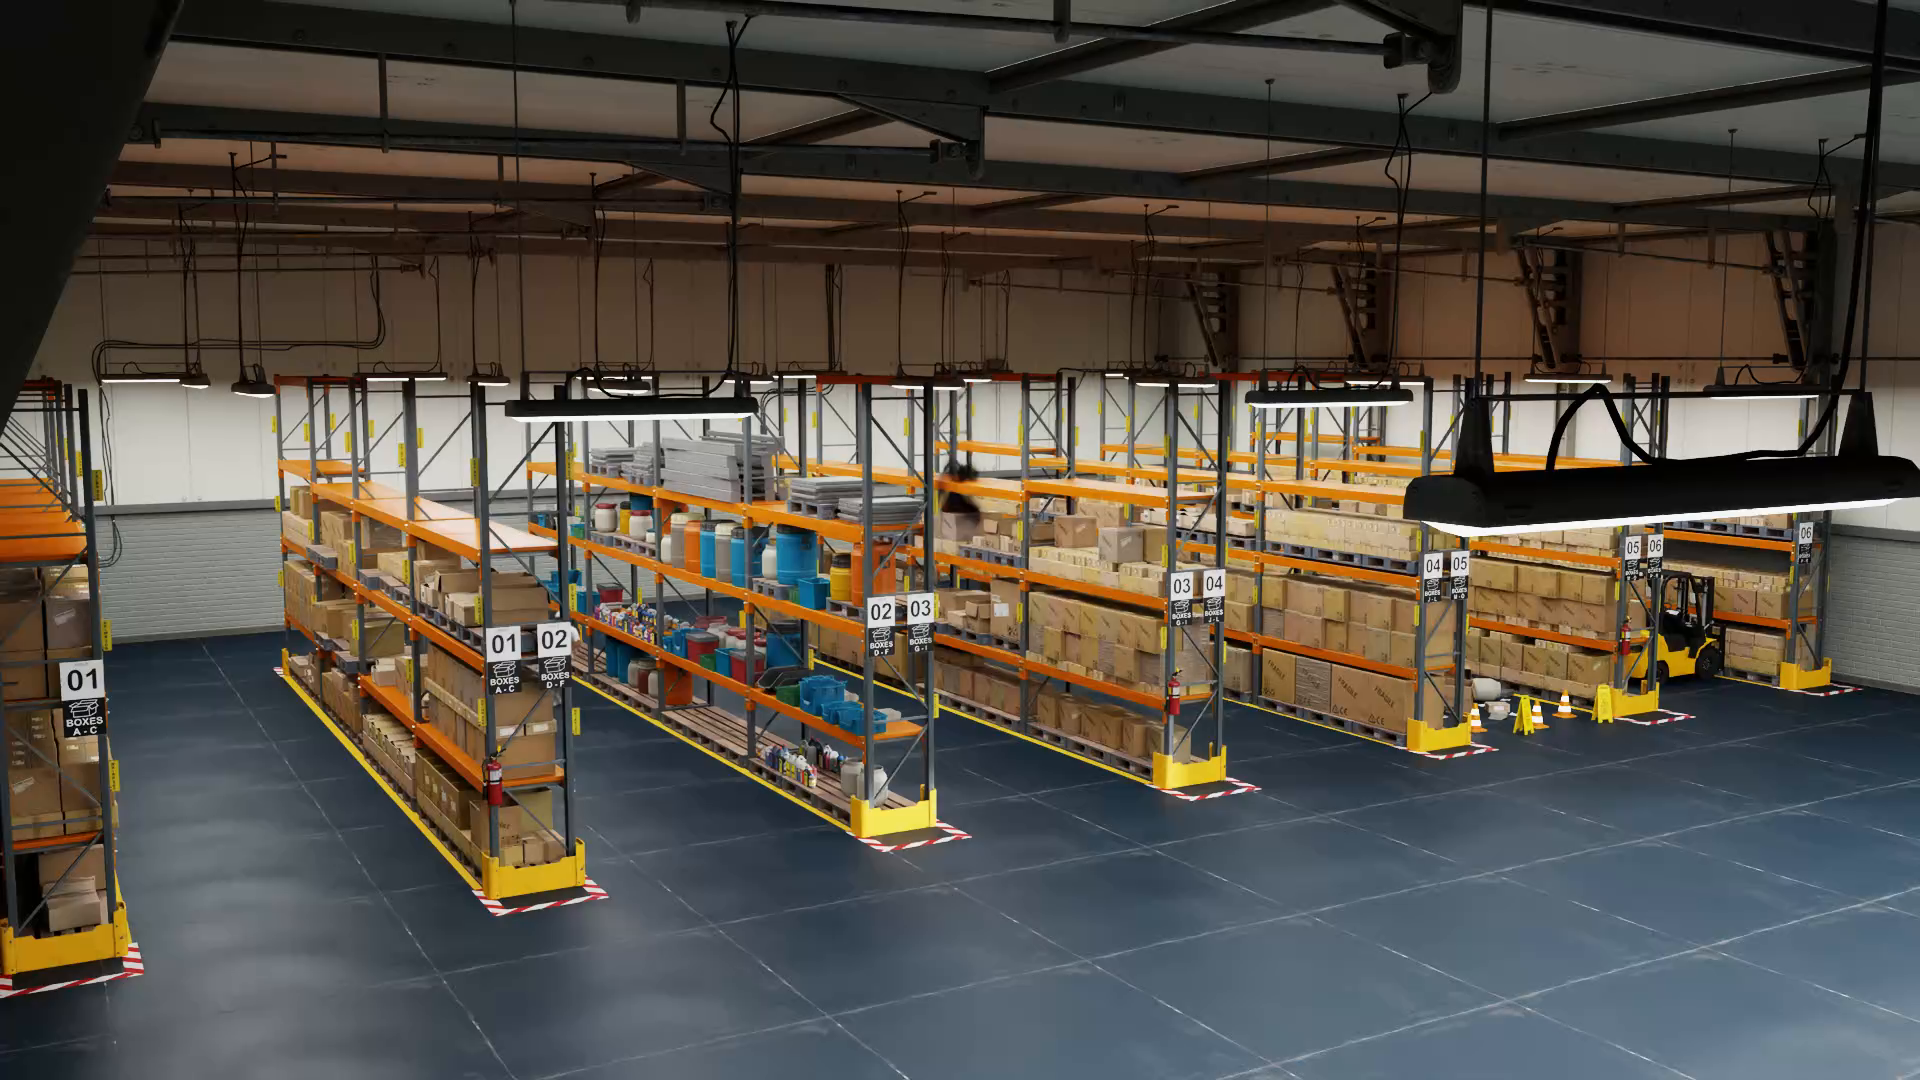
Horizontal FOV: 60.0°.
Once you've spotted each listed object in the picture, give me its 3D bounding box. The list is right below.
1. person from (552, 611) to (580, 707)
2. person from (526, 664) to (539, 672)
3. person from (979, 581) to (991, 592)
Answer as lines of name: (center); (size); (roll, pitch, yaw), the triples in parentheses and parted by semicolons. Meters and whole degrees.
person: (-7.227, 2.165, 30.198); (0.665, 1.763, 0.674); (-2, 7, -19)
person: (-7.356, 2.382, 28.722); (0.582, 1.665, 0.578); (-4, 8, -35)
person: (0.642, 0.676, 43.569); (0.654, 1.824, 0.952); (5, 8, 41)
